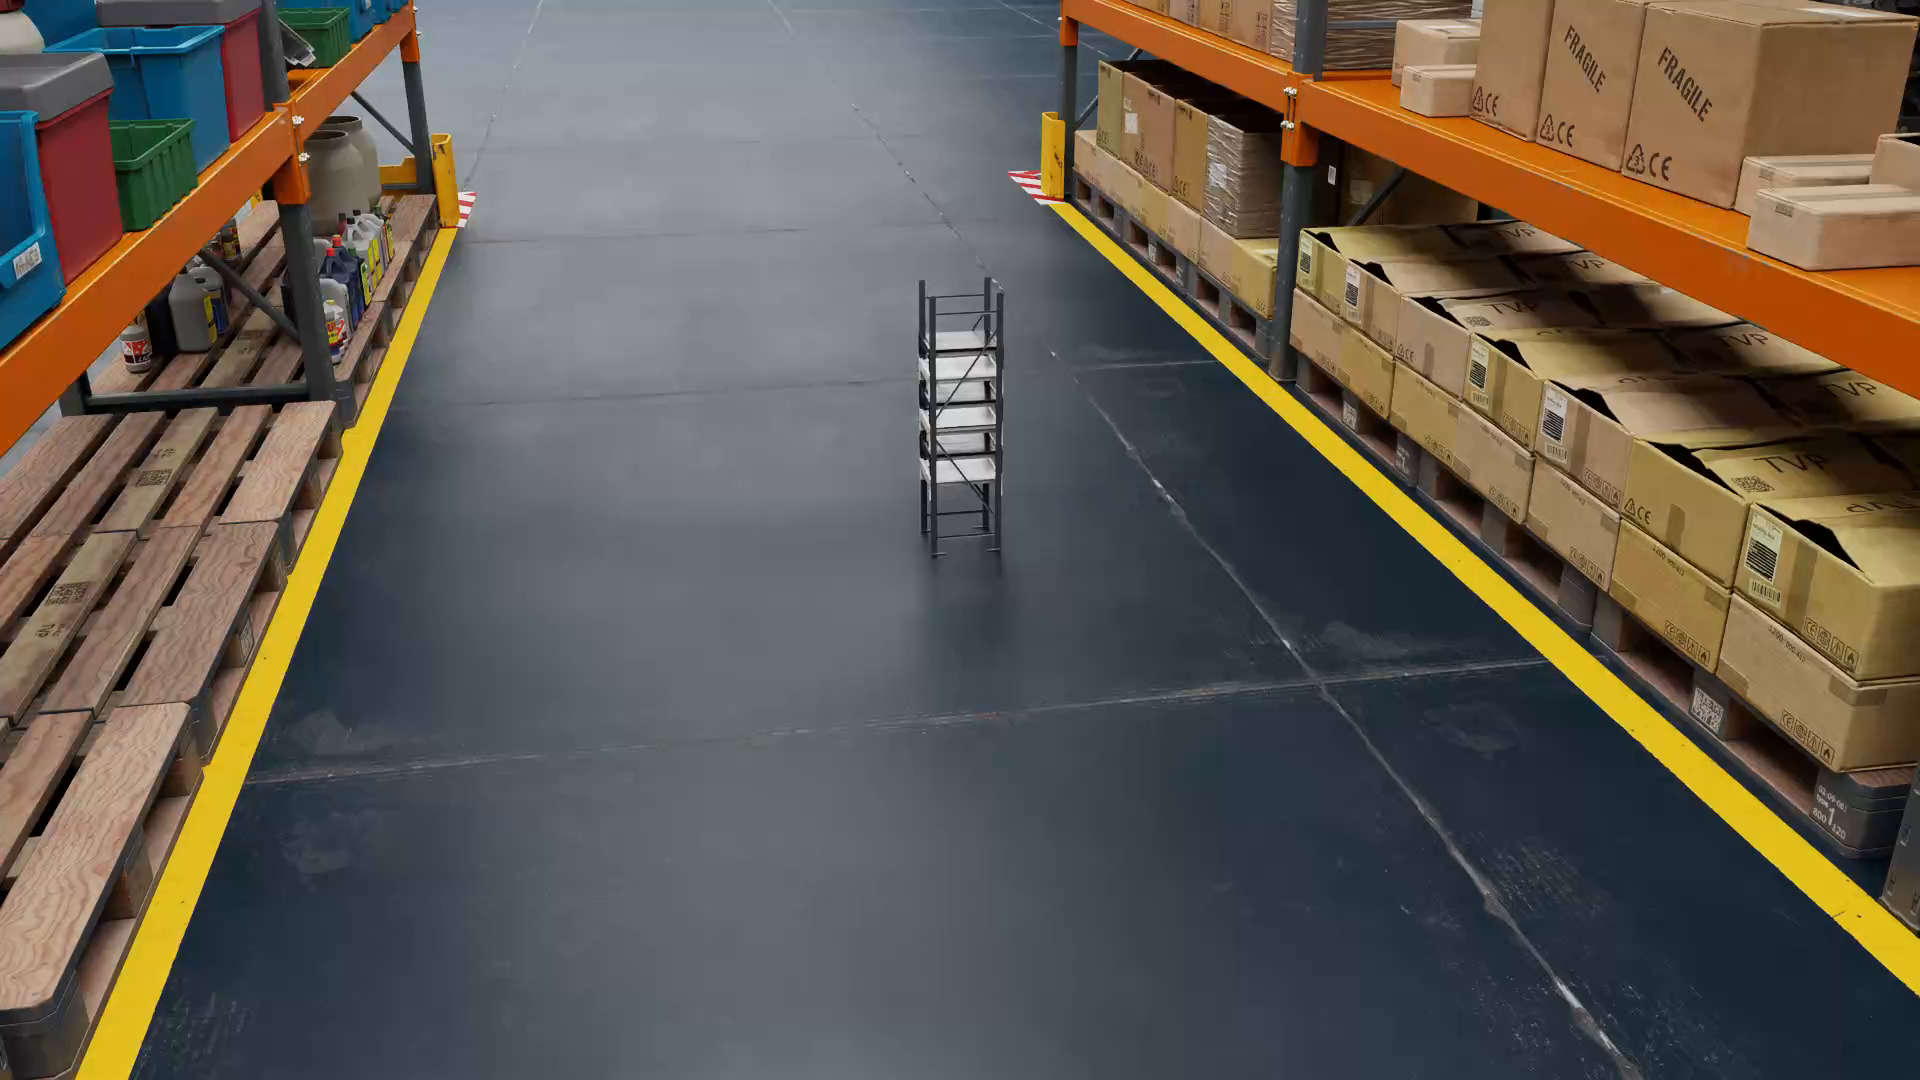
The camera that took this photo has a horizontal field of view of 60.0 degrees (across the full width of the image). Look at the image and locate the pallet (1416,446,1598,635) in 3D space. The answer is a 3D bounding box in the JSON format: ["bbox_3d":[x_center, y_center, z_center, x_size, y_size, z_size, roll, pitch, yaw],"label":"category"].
[{"bbox_3d":[2.283,-0.078,5.664,1.003,0.211,1.213,-4,24,-10],"label":"pallet"}]

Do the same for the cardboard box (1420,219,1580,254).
[{"bbox_3d":[2.236,-1.175,6.902,0.500,0.311,0.500,-4,24,-10],"label":"cardboard box"}]

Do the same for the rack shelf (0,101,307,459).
[{"bbox_3d":[-2.619,-0.642,4.371,1.077,0.370,4.000,-4,24,-10],"label":"rack shelf"}]

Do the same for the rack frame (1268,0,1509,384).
[{"bbox_3d":[1.879,-2.123,6.864,1.000,3.000,0.127,-4,24,-10],"label":"rack frame"}]

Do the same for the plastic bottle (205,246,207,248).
[{"bbox_3d":[-3.581,-1.293,7.821,0.097,0.271,0.097,0,24,0],"label":"plastic bottle"}]

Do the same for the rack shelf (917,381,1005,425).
[{"bbox_3d":[0.001,-0.461,5.540,0.258,0.077,0.200,-4,24,-10],"label":"rack shelf"}]

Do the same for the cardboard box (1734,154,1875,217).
[{"bbox_3d":[2.328,-0.932,4.451,0.380,0.149,0.250,-3,24,-6],"label":"cardboard box"}]

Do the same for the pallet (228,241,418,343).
[{"bbox_3d":[-3.302,-1.228,8.299,1.003,0.211,1.213,-4,24,-10],"label":"pallet"}]

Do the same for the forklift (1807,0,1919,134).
[{"bbox_3d":[4.194,-2.360,7.492,1.130,2.935,3.031,-5,24,-10],"label":"forklift"}]

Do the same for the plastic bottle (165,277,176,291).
[{"bbox_3d":[-3.427,-1.053,7.174,0.144,0.351,0.185,-6,24,-12],"label":"plastic bottle"}]

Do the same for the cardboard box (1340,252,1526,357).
[{"bbox_3d":[1.798,-0.934,6.352,0.500,0.311,0.500,-5,24,-10],"label":"cardboard box"}]

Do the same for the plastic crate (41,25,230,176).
[{"bbox_3d":[-2.480,-1.340,5.090,0.392,0.384,0.575,-4,24,-10],"label":"plastic crate"}]

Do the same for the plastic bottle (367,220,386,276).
[{"bbox_3d":[-2.913,-1.439,8.151,0.152,0.276,0.135,-5,24,-11],"label":"plastic bottle"}]

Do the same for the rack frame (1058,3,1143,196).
[{"bbox_3d":[1.140,-3.697,10.466,1.000,3.000,0.127,-4,24,-10],"label":"rack frame"}]

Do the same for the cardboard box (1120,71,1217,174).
[{"bbox_3d":[1.220,-2.353,9.364,0.500,0.500,0.500,-4,24,-10],"label":"cardboard box"}]

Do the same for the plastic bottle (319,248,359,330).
[{"bbox_3d":[-2.731,-1.094,7.267,0.144,0.351,0.185,-4,24,-8],"label":"plastic bottle"}]

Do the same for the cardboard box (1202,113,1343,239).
[{"bbox_3d":[1.498,-1.763,8.013,0.500,0.500,0.500,-4,24,-10],"label":"cardboard box"}]

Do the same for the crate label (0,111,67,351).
[{"bbox_3d":[-2.168,-0.612,3.359,0.502,0.435,0.616,-4,24,-10],"label":"crate label"}]

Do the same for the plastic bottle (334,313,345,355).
[{"bbox_3d":[-2.636,-0.875,6.953,0.097,0.201,0.097,0,24,0],"label":"plastic bottle"}]

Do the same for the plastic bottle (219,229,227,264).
[{"bbox_3d":[-3.676,-1.462,8.193,0.061,0.283,0.133,-4,24,-9],"label":"plastic bottle"}]

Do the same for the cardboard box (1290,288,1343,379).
[{"bbox_3d":[1.710,-0.879,6.925,0.500,0.250,0.500,-5,24,-11],"label":"cardboard box"}]

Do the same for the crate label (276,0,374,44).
[{"bbox_3d":[-3.123,-2.644,8.012,0.502,0.435,0.616,-4,24,-10],"label":"crate label"}]

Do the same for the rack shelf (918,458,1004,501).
[{"bbox_3d":[0.002,-0.214,5.648,0.258,0.077,0.200,-4,24,-10],"label":"rack shelf"}]

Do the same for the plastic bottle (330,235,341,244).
[{"bbox_3d":[-3.032,-1.389,8.128,0.097,0.201,0.097,0,24,0],"label":"plastic bottle"}]

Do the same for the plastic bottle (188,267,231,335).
[{"bbox_3d":[-3.286,-1.040,7.237,0.152,0.276,0.135,-4,24,-10],"label":"plastic bottle"}]

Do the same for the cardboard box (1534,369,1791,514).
[{"bbox_3d":[2.087,-0.330,4.968,0.500,0.311,0.500,-4,24,-10],"label":"cardboard box"}]

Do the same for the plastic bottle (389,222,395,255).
[{"bbox_3d":[-2.959,-1.561,8.523,0.097,0.201,0.097,0,24,0],"label":"plastic bottle"}]

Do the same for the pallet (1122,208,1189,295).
[{"bbox_3d":[1.544,-1.642,9.246,1.003,0.211,1.213,-4,24,-10],"label":"pallet"}]

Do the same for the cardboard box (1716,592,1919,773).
[{"bbox_3d":[2.282,0.329,4.160,0.500,0.250,0.500,-4,24,-8],"label":"cardboard box"}]

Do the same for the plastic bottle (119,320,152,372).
[{"bbox_3d":[-3.363,-0.797,6.774,0.097,0.201,0.097,0,24,0],"label":"plastic bottle"}]

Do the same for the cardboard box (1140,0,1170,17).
[{"bbox_3d":[1.401,-3.156,9.103,0.700,0.500,0.500,-4,24,-9],"label":"cardboard box"}]

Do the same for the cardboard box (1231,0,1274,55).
[{"bbox_3d":[1.687,-2.550,7.716,0.700,0.500,0.500,-5,24,-10],"label":"cardboard box"}]

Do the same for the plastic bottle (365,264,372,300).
[{"bbox_3d":[-2.795,-1.213,7.726,0.097,0.201,0.097,0,24,0],"label":"plastic bottle"}]

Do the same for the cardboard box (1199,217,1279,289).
[{"bbox_3d":[1.496,-1.419,8.163,0.500,0.250,0.500,-4,24,-10],"label":"cardboard box"}]

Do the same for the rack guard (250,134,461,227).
[{"bbox_3d":[-3.669,-2.160,10.070,1.175,0.500,0.348,-4,24,-10],"label":"rack guard"}]

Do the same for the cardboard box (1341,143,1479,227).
[{"bbox_3d":[2.101,-1.605,7.651,0.500,0.500,0.500,-4,24,-10],"label":"cardboard box"}]

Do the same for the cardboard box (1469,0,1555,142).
[{"bbox_3d":[2.103,-1.659,5.675,0.500,0.500,0.500,-3,24,-6],"label":"cardboard box"}]

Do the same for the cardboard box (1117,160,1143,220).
[{"bbox_3d":[1.208,-2.009,9.512,0.500,0.250,0.500,-4,24,-10],"label":"cardboard box"}]

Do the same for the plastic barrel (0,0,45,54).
[{"bbox_3d":[-3.028,-1.428,5.102,0.433,0.535,0.433,0,24,0],"label":"plastic barrel"}]

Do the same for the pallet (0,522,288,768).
[{"bbox_3d":[-2.577,0.307,4.784,1.003,0.211,1.213,-4,24,-10],"label":"pallet"}]

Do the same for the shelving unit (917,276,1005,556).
[{"bbox_3d":[0.001,-0.409,5.563,0.258,0.900,0.210,-4,24,-10],"label":"shelving unit"}]

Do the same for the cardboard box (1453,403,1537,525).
[{"bbox_3d":[1.995,-0.274,5.540,0.500,0.250,0.500,-4,24,-9],"label":"cardboard box"}]

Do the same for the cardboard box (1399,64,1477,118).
[{"bbox_3d":[1.842,-1.645,6.082,0.380,0.149,0.250,-4,24,-10],"label":"cardboard box"}]

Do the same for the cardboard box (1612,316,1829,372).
[{"bbox_3d":[2.518,-0.576,5.531,0.500,0.311,0.500,-5,24,-10],"label":"cardboard box"}]

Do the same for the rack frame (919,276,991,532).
[{"bbox_3d":[-0.017,-0.449,5.654,0.240,0.900,0.006,-4,24,-10],"label":"rack frame"}]
